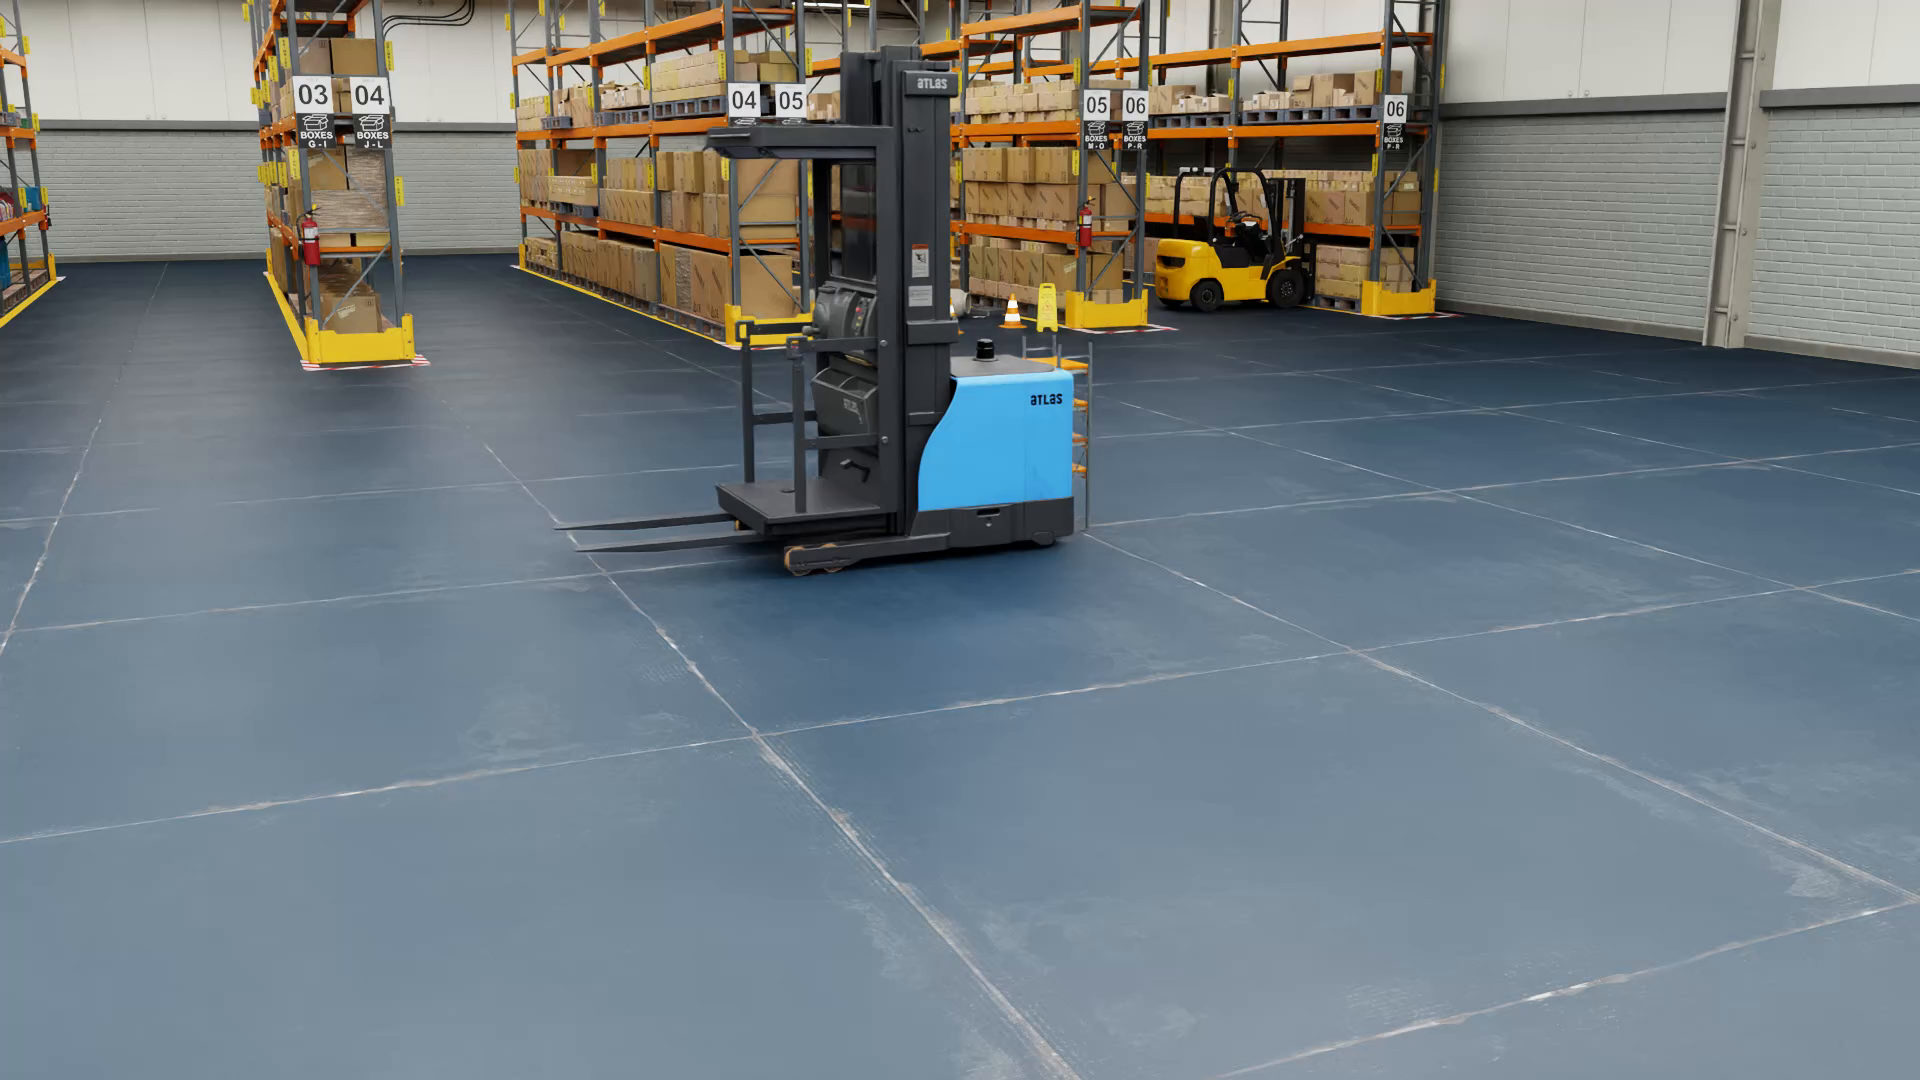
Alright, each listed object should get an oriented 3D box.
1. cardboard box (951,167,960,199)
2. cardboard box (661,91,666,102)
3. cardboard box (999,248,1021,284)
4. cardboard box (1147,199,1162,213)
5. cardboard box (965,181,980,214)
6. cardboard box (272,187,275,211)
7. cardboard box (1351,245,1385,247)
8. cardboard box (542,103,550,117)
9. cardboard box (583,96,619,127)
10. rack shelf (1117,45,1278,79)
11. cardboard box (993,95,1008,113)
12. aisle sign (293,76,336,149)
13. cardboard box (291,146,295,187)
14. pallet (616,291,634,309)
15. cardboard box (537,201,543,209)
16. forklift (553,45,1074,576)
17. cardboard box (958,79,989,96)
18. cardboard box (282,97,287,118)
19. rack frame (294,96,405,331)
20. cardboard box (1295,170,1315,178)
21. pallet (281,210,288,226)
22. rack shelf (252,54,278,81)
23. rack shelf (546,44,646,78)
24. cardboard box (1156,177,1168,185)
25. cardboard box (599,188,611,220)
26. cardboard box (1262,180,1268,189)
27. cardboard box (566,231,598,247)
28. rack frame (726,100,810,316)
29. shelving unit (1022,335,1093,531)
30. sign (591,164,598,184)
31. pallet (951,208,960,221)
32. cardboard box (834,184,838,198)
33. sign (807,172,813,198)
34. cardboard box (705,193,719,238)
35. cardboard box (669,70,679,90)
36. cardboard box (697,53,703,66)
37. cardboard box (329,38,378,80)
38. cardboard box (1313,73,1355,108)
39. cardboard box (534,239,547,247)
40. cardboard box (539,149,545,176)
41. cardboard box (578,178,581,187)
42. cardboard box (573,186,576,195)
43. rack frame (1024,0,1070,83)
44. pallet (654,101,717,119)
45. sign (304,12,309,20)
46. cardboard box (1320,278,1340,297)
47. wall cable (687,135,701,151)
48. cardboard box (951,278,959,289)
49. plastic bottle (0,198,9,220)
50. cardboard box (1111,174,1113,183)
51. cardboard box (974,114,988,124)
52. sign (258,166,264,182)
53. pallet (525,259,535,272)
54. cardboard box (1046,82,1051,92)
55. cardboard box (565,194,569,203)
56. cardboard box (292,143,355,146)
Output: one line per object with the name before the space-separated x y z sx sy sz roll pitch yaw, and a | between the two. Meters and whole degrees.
cardboard box | 0.093 -5.759 26.789 0.500 0.500 0.500 -6 14 -24
cardboard box | -3.968 -6.200 23.257 0.380 0.149 0.250 -6 14 -23
cardboard box | 0.909 -4.154 25.168 0.500 0.500 0.500 -5 14 -20
cardboard box | 3.796 -6.165 30.687 0.500 0.250 0.500 -6 14 -25
cardboard box | 0.410 -5.364 26.012 0.500 0.500 0.500 -6 14 -23
cardboard box | -11.639 -5.871 28.864 0.500 0.500 0.500 -6 14 -23
cardboard box | 6.415 -4.481 26.026 0.500 0.250 0.500 -6 14 -23
cardboard box | -7.629 -8.175 31.613 0.500 0.250 0.500 -6 14 -26
cardboard box | -6.070 -7.250 28.168 0.500 0.500 0.500 -6 14 -23
rack shelf | 4.234 -8.526 29.734 1.077 0.370 4.000 -6 14 -23
cardboard box | 0.818 -6.494 24.795 0.500 0.250 0.500 -5 14 -22
aisle sign | -7.239 -4.792 18.655 0.394 0.787 0.004 -6 14 -23
cardboard box | -8.032 -4.647 20.698 0.500 0.500 0.500 -6 14 -23
pallet | -4.877 -3.865 26.601 1.003 0.211 1.213 -6 14 -23
cardboard box | -8.232 -6.703 33.237 0.380 0.149 0.250 -5 14 -22
forklift | -0.863 -1.359 9.741 3.031 2.935 1.130 -6 14 -23
cardboard box | 0.140 -7.231 26.601 0.500 0.250 0.500 -5 14 -22
cardboard box | -8.240 -5.451 20.950 0.500 0.250 0.500 -6 14 -25
rack frame | -6.989 -3.565 19.120 1.000 3.000 0.127 -6 14 -23
cardboard box | 5.596 -5.844 26.646 0.380 0.149 0.250 -6 14 -23
pallet | -9.811 -4.987 25.689 1.213 0.211 1.003 -6 14 -23
rack shelf | -12.597 -8.835 31.067 1.077 0.370 4.000 -6 14 -23
rack shelf | -6.410 -8.435 29.342 1.077 0.370 4.000 -6 14 -23
cardboard box | 3.817 -6.568 30.438 0.380 0.149 0.250 -5 14 -22
cardboard box | -5.676 -5.576 27.590 0.500 0.500 0.500 -5 14 -22
cardboard box | 5.188 -5.848 27.326 0.380 0.149 0.250 -5 14 -22
cardboard box | -6.941 -5.537 30.591 0.500 0.250 0.500 -5 14 -21
rack frame | -2.404 -3.992 20.966 1.000 3.000 0.127 -6 14 -23
shelving unit | 0.614 -0.687 10.678 0.258 1.200 0.503 -6 14 -24
sign | -6.102 -6.119 27.765 0.100 0.325 0.005 -6 14 -23
pallet | 0.316 -5.364 27.319 1.003 0.211 1.213 -6 14 -23
cardboard box | -2.181 -6.677 31.792 0.500 0.250 0.500 -6 14 -25
sign | -1.893 -4.501 21.070 0.100 0.325 0.005 -6 14 -23
cardboard box | -2.835 -4.249 21.745 0.875 0.550 0.550 -6 14 -23
cardboard box | -3.661 -6.270 22.677 0.500 0.250 0.500 -6 14 -24
cardboard box | -3.156 -6.170 21.358 0.380 0.149 0.250 -5 14 -22
cardboard box | -7.336 -5.795 20.112 0.500 0.500 0.500 -6 14 -23
cardboard box | 5.918 -6.963 25.773 0.700 0.500 0.500 -6 14 -23
cardboard box | -8.535 -6.111 34.192 0.380 0.149 0.250 -6 14 -26
cardboard box | -7.859 -7.331 32.294 0.500 0.500 0.500 -6 14 -25
cardboard box | -6.324 -6.129 28.505 0.380 0.149 0.250 -6 14 -24
cardboard box | -6.540 -6.094 29.013 0.380 0.149 0.250 -6 14 -23
rack frame | 1.831 -10.311 34.964 1.000 3.000 0.127 -6 14 -23
pallet | -3.688 -6.067 23.474 1.003 0.211 1.213 -6 14 -23
sign | -12.896 -10.333 32.811 0.100 0.325 0.005 -6 14 -23
cardboard box | 5.969 -3.946 25.935 0.500 0.250 0.500 -6 14 -23
wall cable | -6.598 -9.439 42.177 0.585 1.953 0.123 -6 14 -23
cardboard box | -0.329 -3.726 25.353 0.500 0.500 0.500 4 14 16
plastic bottle | -15.666 -5.412 27.212 0.144 0.351 0.185 -6 14 -23
cardboard box | 2.610 -7.137 33.396 0.797 0.503 0.637 -6 14 -24
cardboard box | 0.440 -6.479 25.618 0.380 0.149 0.250 -6 14 -23
sign | -13.909 -7.282 33.085 0.100 0.325 0.005 -6 14 -23
pallet | -8.490 -5.752 34.756 1.003 0.211 1.213 -6 14 -23
cardboard box | 1.443 -6.396 23.487 0.380 0.149 0.250 -6 14 -23
cardboard box | -6.849 -6.109 29.738 0.380 0.149 0.250 -6 14 -26
cardboard box | -8.782 -5.065 23.340 1.000 1.000 1.000 -6 14 -23
